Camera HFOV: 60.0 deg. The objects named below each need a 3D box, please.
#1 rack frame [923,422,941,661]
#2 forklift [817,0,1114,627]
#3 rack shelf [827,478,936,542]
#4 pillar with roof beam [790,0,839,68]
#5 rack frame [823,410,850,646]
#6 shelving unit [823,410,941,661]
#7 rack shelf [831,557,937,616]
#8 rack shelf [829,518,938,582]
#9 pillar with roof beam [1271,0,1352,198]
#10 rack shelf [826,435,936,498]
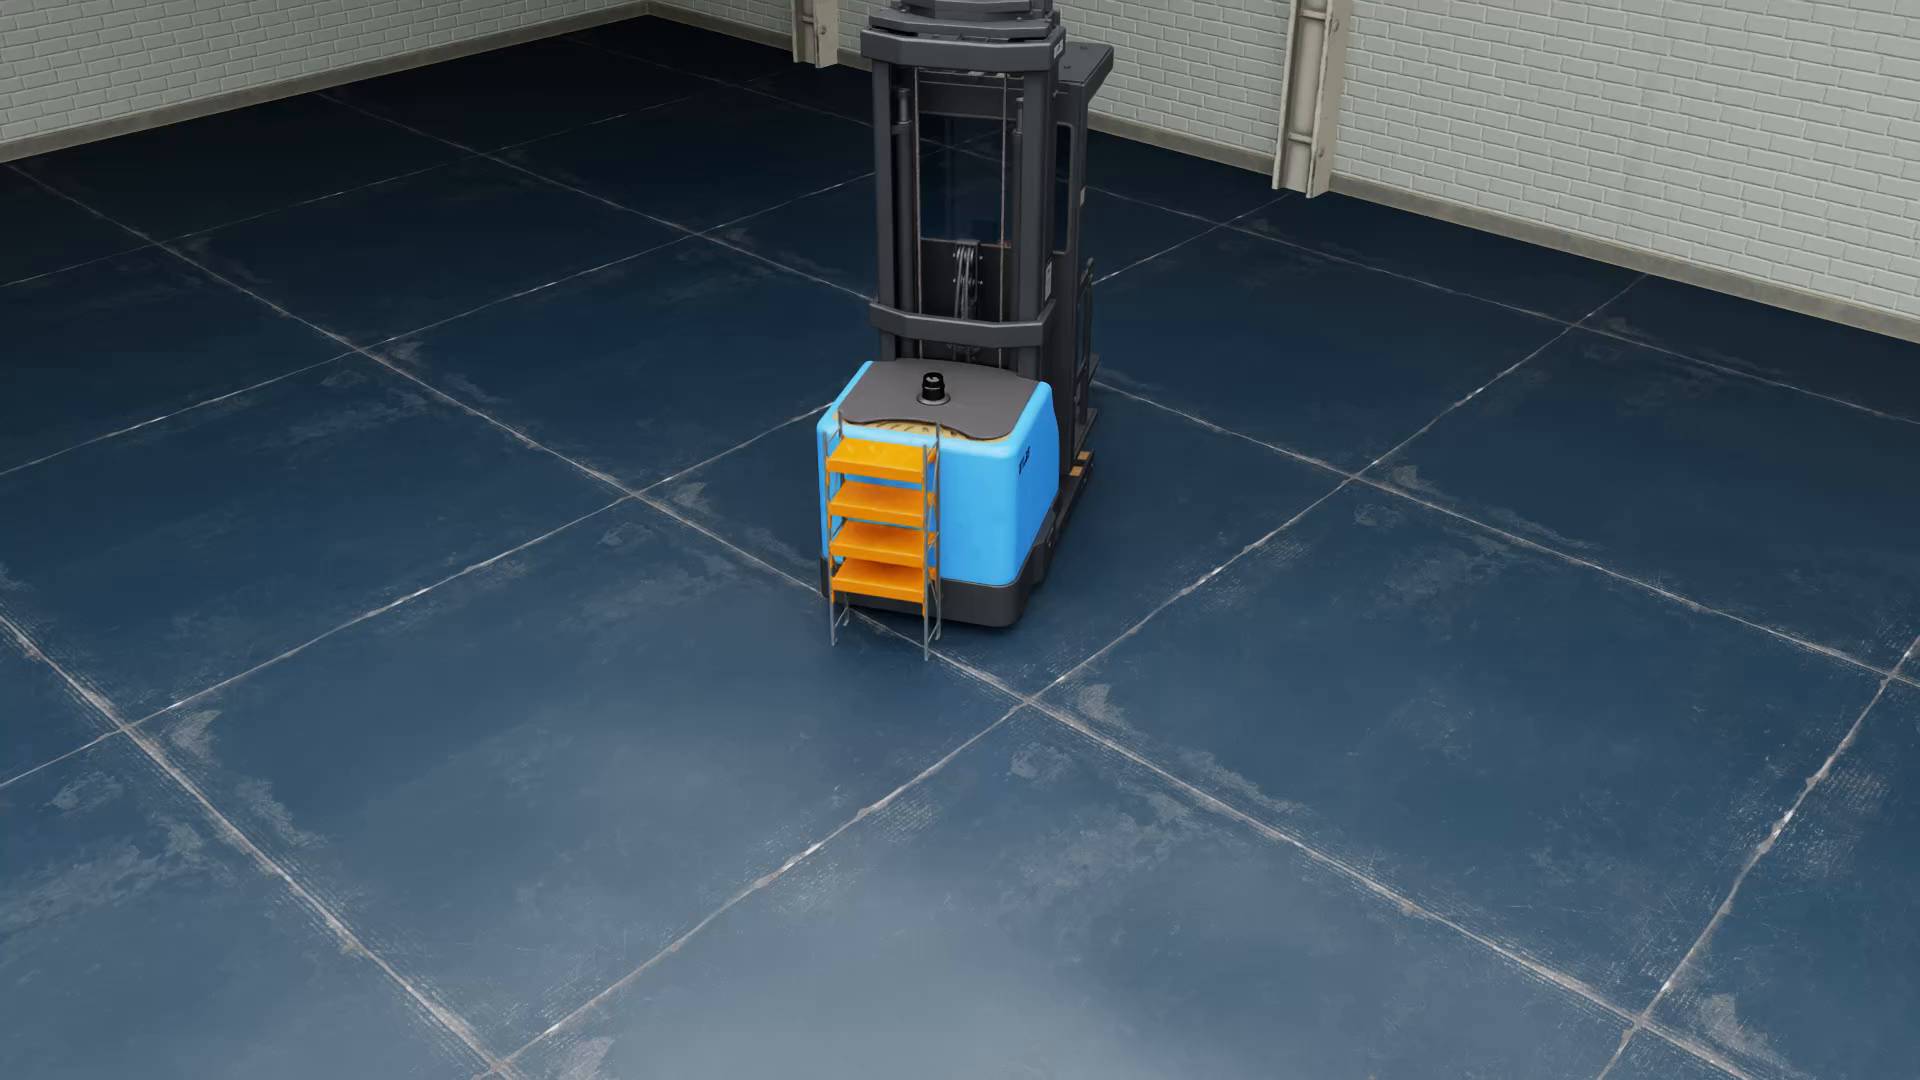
[{"bbox_3d":[-0.134,0.021,8.048,0.015,1.200,0.240,8,31,13],"label":"rack frame"},{"bbox_3d":[0.170,-1.567,9.011,1.130,2.935,3.031,8,32,13],"label":"forklift"},{"bbox_3d":[-0.369,-0.147,8.025,0.480,0.148,0.258,8,31,13],"label":"rack shelf"},{"bbox_3d":[-4.418,-7.296,12.645,0.400,9.000,9.100,25,39,35],"label":"pillar with roof beam"},{"bbox_3d":[-0.605,-0.046,8.159,0.015,1.200,0.240,8,31,13],"label":"rack frame"},{"bbox_3d":[-0.370,-0.012,8.103,0.503,1.200,0.258,8,31,13],"label":"shelving unit"},{"bbox_3d":[-0.371,0.217,8.237,0.480,0.148,0.258,8,31,13],"label":"rack shelf"},{"bbox_3d":[-0.370,0.046,8.137,0.480,0.148,0.258,8,31,13],"label":"rack shelf"},{"bbox_3d":[0.031,-5.220,9.196,0.400,9.000,9.100,25,39,35],"label":"pillar with roof beam"},{"bbox_3d":[-0.368,-0.352,7.905,0.480,0.148,0.258,8,31,13],"label":"rack shelf"}]
